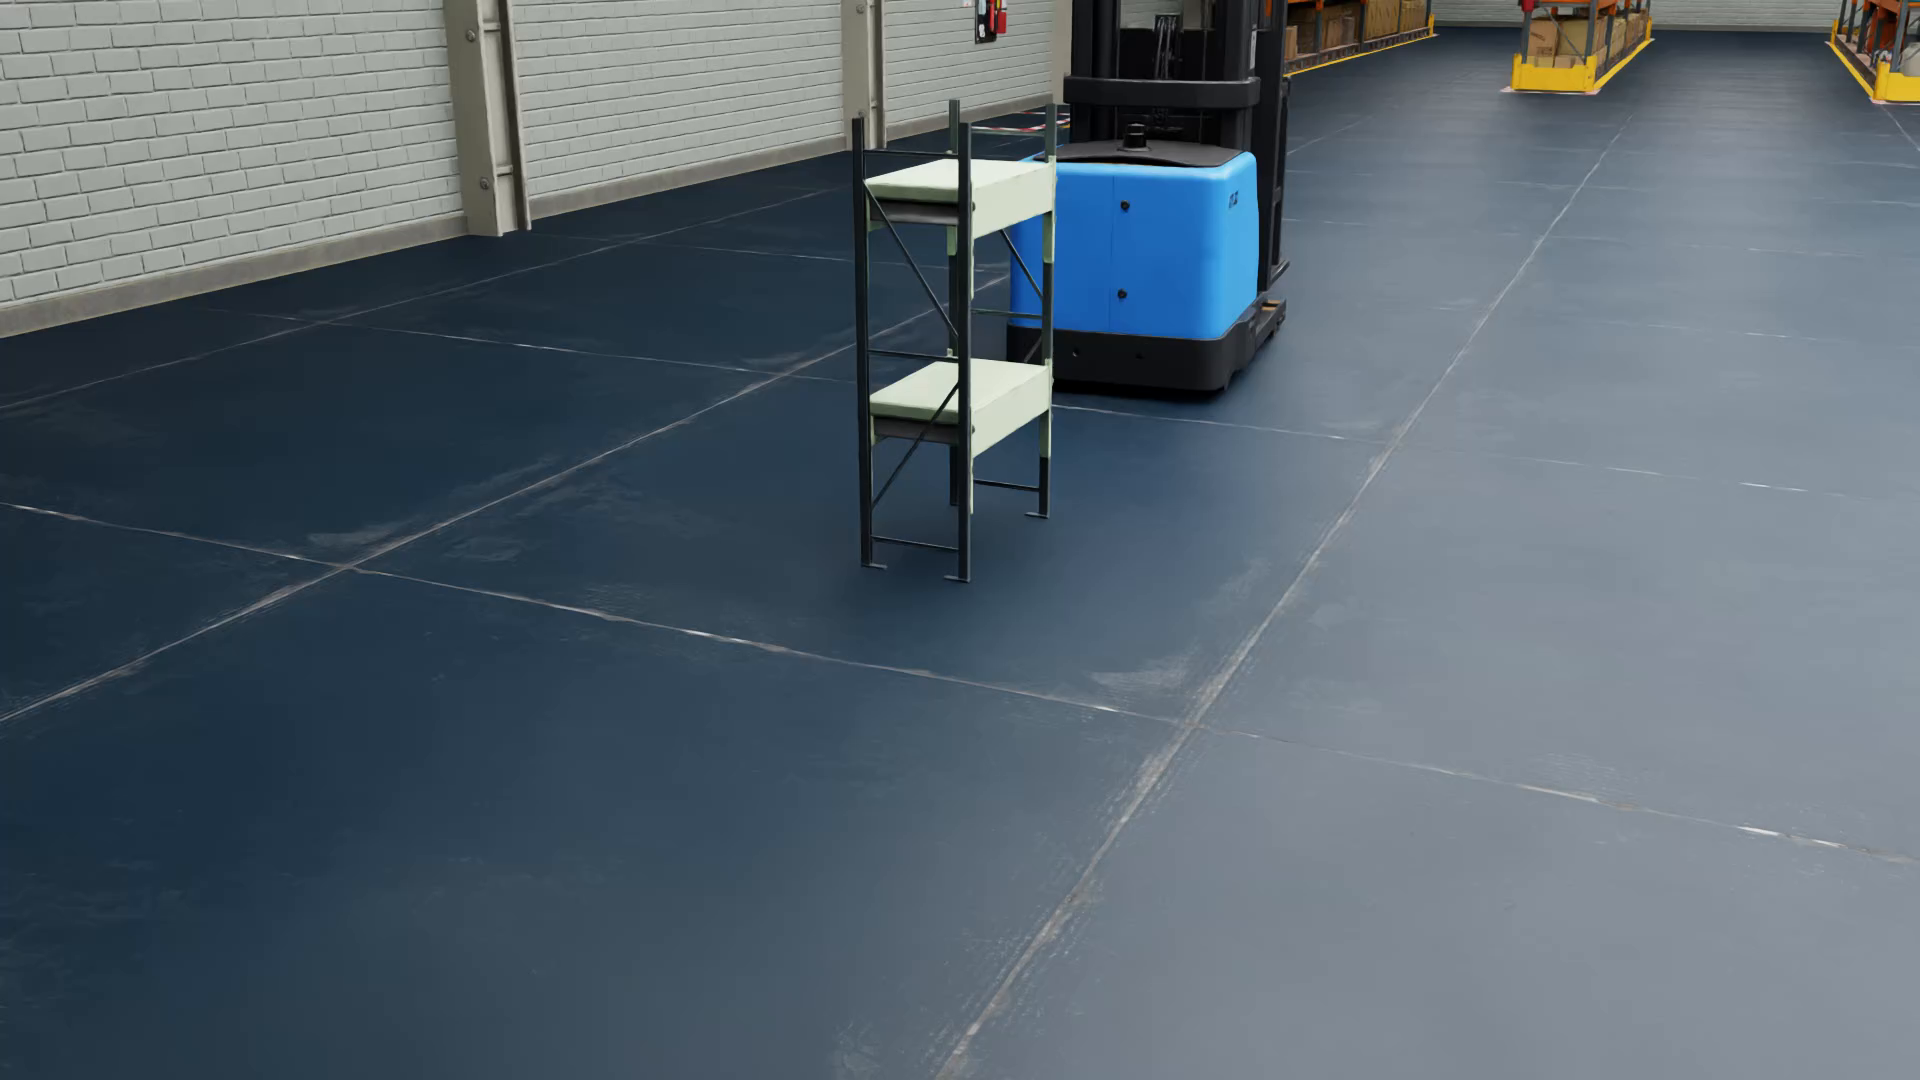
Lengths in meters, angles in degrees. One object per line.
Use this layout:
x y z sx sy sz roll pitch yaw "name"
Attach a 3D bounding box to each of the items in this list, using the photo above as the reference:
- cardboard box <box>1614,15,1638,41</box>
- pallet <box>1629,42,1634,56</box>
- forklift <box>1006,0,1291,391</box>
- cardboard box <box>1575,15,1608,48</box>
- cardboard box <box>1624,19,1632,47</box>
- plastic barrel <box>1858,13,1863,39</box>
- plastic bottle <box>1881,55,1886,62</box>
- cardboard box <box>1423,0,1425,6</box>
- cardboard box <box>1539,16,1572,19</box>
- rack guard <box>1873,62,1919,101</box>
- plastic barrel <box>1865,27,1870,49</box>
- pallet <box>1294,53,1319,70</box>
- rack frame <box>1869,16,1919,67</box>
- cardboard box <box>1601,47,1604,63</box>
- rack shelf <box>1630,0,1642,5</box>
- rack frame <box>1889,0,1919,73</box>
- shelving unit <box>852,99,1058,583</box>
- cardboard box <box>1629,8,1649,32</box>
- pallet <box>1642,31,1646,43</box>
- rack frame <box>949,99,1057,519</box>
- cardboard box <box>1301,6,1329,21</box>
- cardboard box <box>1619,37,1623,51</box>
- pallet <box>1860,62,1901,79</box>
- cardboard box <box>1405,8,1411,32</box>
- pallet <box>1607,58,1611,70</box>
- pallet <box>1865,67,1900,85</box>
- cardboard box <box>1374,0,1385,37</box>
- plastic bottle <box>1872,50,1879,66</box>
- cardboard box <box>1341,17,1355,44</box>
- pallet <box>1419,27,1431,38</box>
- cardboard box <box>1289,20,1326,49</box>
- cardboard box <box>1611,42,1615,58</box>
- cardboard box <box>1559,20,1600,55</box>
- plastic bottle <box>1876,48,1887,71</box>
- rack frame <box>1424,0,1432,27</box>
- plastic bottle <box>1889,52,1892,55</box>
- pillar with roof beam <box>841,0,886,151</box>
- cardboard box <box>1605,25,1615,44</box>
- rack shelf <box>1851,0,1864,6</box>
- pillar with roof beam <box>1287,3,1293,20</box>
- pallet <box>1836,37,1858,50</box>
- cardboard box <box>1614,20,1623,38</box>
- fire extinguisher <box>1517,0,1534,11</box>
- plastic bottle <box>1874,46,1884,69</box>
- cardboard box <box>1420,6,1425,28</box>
13.491 -10.423 33.875 0.500 0.500 0.500 9 21 23 "cardboard box"
13.051 -9.945 33.619 1.003 0.211 1.213 9 21 23 "pallet"
1.186 -2.531 8.711 1.130 2.935 3.031 7 21 18 "forklift"
10.366 -8.374 27.397 0.500 0.500 0.500 9 21 23 "cardboard box"
12.657 -9.794 32.105 0.500 0.500 0.500 10 22 25 "cardboard box"
18.127 -10.252 32.823 0.600 0.901 0.708 9 21 23 "plastic barrel"
13.835 -7.125 24.925 0.061 0.283 0.133 9 22 24 "plastic bottle"
10.883 -12.822 39.683 0.380 0.149 0.250 8 21 22 "cardboard box"
9.687 -8.293 27.168 0.500 0.500 0.500 9 21 23 "cardboard box"
13.440 -6.390 23.191 1.175 0.500 0.348 9 21 23 "rack guard"
17.062 -9.346 30.858 0.421 0.512 0.421 0 20 0 "plastic barrel"
5.808 -8.596 29.825 1.003 0.211 1.213 9 21 23 "pallet"
15.089 -8.761 26.127 1.000 3.000 0.127 9 21 23 "rack frame"
10.368 -8.021 27.522 0.500 0.250 0.500 9 21 23 "cardboard box"
13.029 -10.937 33.319 1.077 0.370 4.000 9 21 23 "rack shelf"
13.451 -7.538 22.688 1.000 3.000 0.127 9 21 23 "rack frame"
-0.003 -0.705 5.712 0.431 1.500 0.755 9 21 23 "shelving unit"
15.488 -11.940 38.139 0.500 0.500 0.500 9 21 23 "cardboard box"
15.129 -11.529 38.072 1.003 0.211 1.213 9 21 23 "pallet"
0.147 -0.816 6.026 0.400 1.500 0.023 9 21 23 "rack frame"
6.724 -10.025 31.636 0.500 0.250 0.500 8 21 21 "cardboard box"
12.009 -9.214 30.879 0.500 0.250 0.500 8 21 22 "cardboard box"
15.376 -7.692 27.284 1.003 0.211 1.213 9 21 23 "pallet"
9.936 -11.954 38.208 0.700 0.500 0.500 8 21 22 "cardboard box"
10.838 -8.358 29.157 1.003 0.211 1.213 9 21 23 "pallet"
14.776 -7.247 26.033 1.003 0.211 1.213 9 21 23 "pallet"
8.474 -11.002 35.009 0.750 0.750 0.750 8 21 22 "cardboard box"
14.559 -7.645 26.405 0.097 0.271 0.097 0 20 0 "plastic bottle"
7.442 -10.145 33.093 0.700 0.500 0.500 9 21 23 "cardboard box"
10.709 -12.220 40.014 1.003 0.211 1.213 9 21 23 "pallet"
6.503 -9.542 31.397 0.700 0.500 0.500 8 21 22 "cardboard box"
11.174 -8.589 29.121 0.500 0.250 0.500 9 22 24 "cardboard box"
9.559 -7.761 25.673 0.500 0.500 0.500 9 21 23 "cardboard box"
14.129 -7.343 25.435 0.144 0.351 0.185 8 21 22 "plastic bottle"
10.965 -13.789 40.264 1.000 3.000 0.127 9 21 23 "rack frame"
14.431 -7.432 25.805 0.097 0.271 0.097 0 20 0 "plastic bottle"
2.924 -7.798 14.465 9.100 9.000 0.400 9 21 23 "pillar with roof beam"
10.968 -8.700 28.597 0.500 0.311 0.500 9 21 23 "cardboard box"
17.546 -10.256 31.405 1.077 0.370 4.000 9 21 23 "rack shelf"
10.295 -13.300 29.937 9.100 9.000 0.400 9 21 23 "pillar with roof beam"
19.129 -10.497 35.170 1.003 0.211 1.213 9 21 23 "pallet"
11.804 -9.323 30.348 0.500 0.311 0.500 8 21 22 "cardboard box"
8.462 -8.210 24.693 0.296 0.674 0.183 9 21 23 "fire extinguisher"
14.380 -7.530 25.963 0.144 0.351 0.185 9 22 24 "plastic bottle"
10.770 -12.581 39.972 0.700 0.500 0.500 9 21 23 "cardboard box"
